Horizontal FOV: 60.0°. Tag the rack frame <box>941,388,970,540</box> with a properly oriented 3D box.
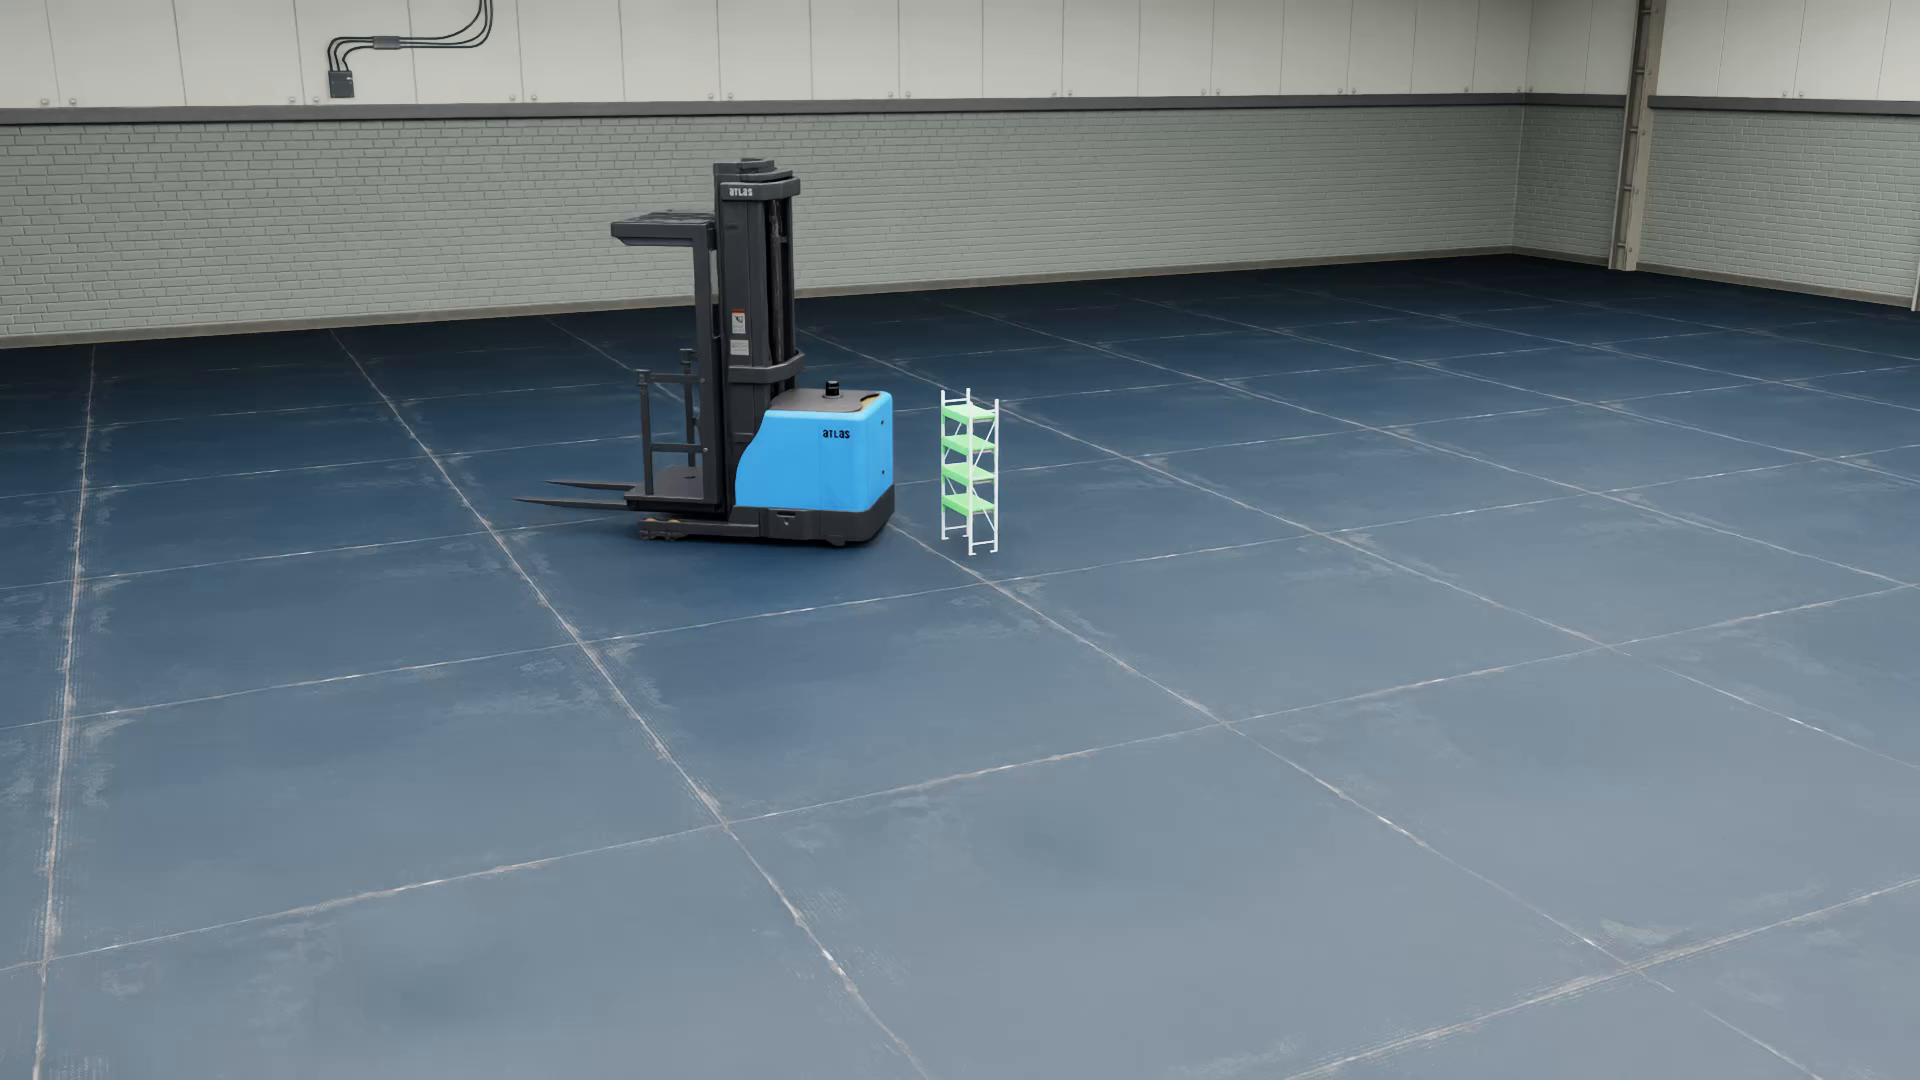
[{"bbox_3d":[-0.034,-0.596,13.153,0.240,1.200,0.015,-8,18,-25],"label":"rack frame"}]

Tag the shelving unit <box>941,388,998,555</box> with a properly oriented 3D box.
[{"bbox_3d":[0.073,-0.536,12.942,0.258,1.200,0.503,-8,18,-25],"label":"shelving unit"}]

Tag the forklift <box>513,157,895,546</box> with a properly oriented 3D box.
[{"bbox_3d":[-2.110,-1.542,13.310,3.031,2.935,1.130,3,16,10],"label":"forklift"}]

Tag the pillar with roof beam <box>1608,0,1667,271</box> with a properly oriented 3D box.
[{"bbox_3d":[8.322,-8.786,27.553,9.100,9.000,0.400,-8,18,-25],"label":"pillar with roof beam"}]

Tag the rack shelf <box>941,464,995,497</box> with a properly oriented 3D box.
[{"bbox_3d":[0.073,-0.474,12.960,0.258,0.148,0.480,-8,18,-25],"label":"rack shelf"}]

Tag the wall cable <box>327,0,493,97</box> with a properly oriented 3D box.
[{"bbox_3d":[-7.685,-9.168,22.719,2.305,6.003,0.169,-8,18,-25],"label":"wall cable"}]

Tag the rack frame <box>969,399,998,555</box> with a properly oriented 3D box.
[{"bbox_3d":[0.179,-0.475,12.731,0.240,1.200,0.015,-8,18,-25],"label":"rack frame"}]

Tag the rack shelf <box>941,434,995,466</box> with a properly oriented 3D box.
[{"bbox_3d":[0.073,-0.705,12.894,0.258,0.148,0.480,-8,18,-25],"label":"rack shelf"}]

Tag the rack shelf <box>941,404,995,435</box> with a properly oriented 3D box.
[{"bbox_3d":[0.073,-0.936,12.827,0.258,0.148,0.480,-8,18,-25],"label":"rack shelf"}]

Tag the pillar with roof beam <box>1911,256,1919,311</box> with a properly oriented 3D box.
[{"bbox_3d":[10.951,-7.298,22.369,9.100,9.000,0.400,-8,18,-25],"label":"pillar with roof beam"}]

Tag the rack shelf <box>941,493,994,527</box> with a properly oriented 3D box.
[{"bbox_3d":[0.073,-0.244,13.026,0.258,0.148,0.480,-8,18,-25],"label":"rack shelf"}]
